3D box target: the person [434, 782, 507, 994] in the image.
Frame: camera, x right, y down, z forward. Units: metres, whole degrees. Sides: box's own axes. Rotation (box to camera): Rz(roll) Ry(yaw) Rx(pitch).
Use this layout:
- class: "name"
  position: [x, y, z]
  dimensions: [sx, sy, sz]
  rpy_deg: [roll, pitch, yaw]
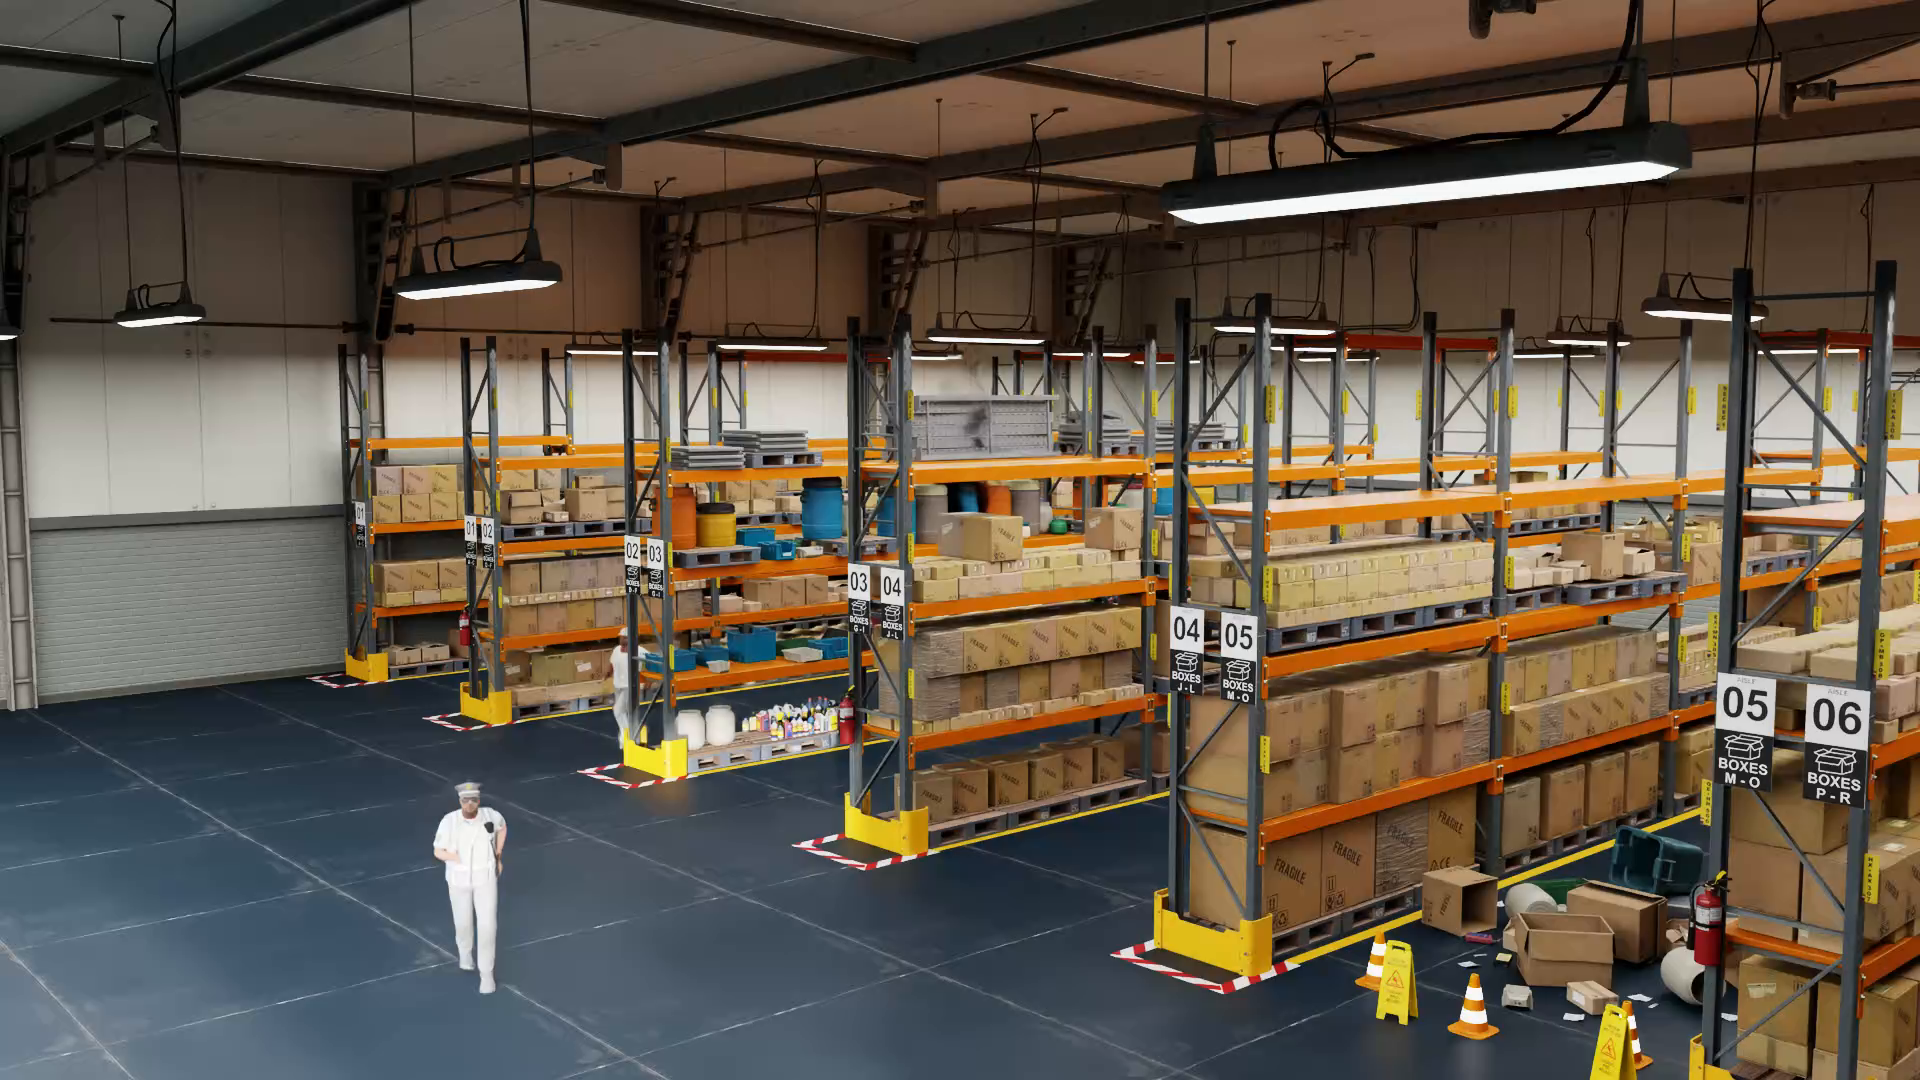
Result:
- class: "person"
  position: [-4.266, 2.990, 14.518]
  dimensions: [0.603, 1.833, 0.866]
  rpy_deg: [-1, 5, -14]

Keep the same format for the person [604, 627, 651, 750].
- class: "person"
  position: [-4.807, 2.160, 24.057]
  dimensions: [0.755, 1.831, 0.650]
  rpy_deg: [4, 6, 36]
